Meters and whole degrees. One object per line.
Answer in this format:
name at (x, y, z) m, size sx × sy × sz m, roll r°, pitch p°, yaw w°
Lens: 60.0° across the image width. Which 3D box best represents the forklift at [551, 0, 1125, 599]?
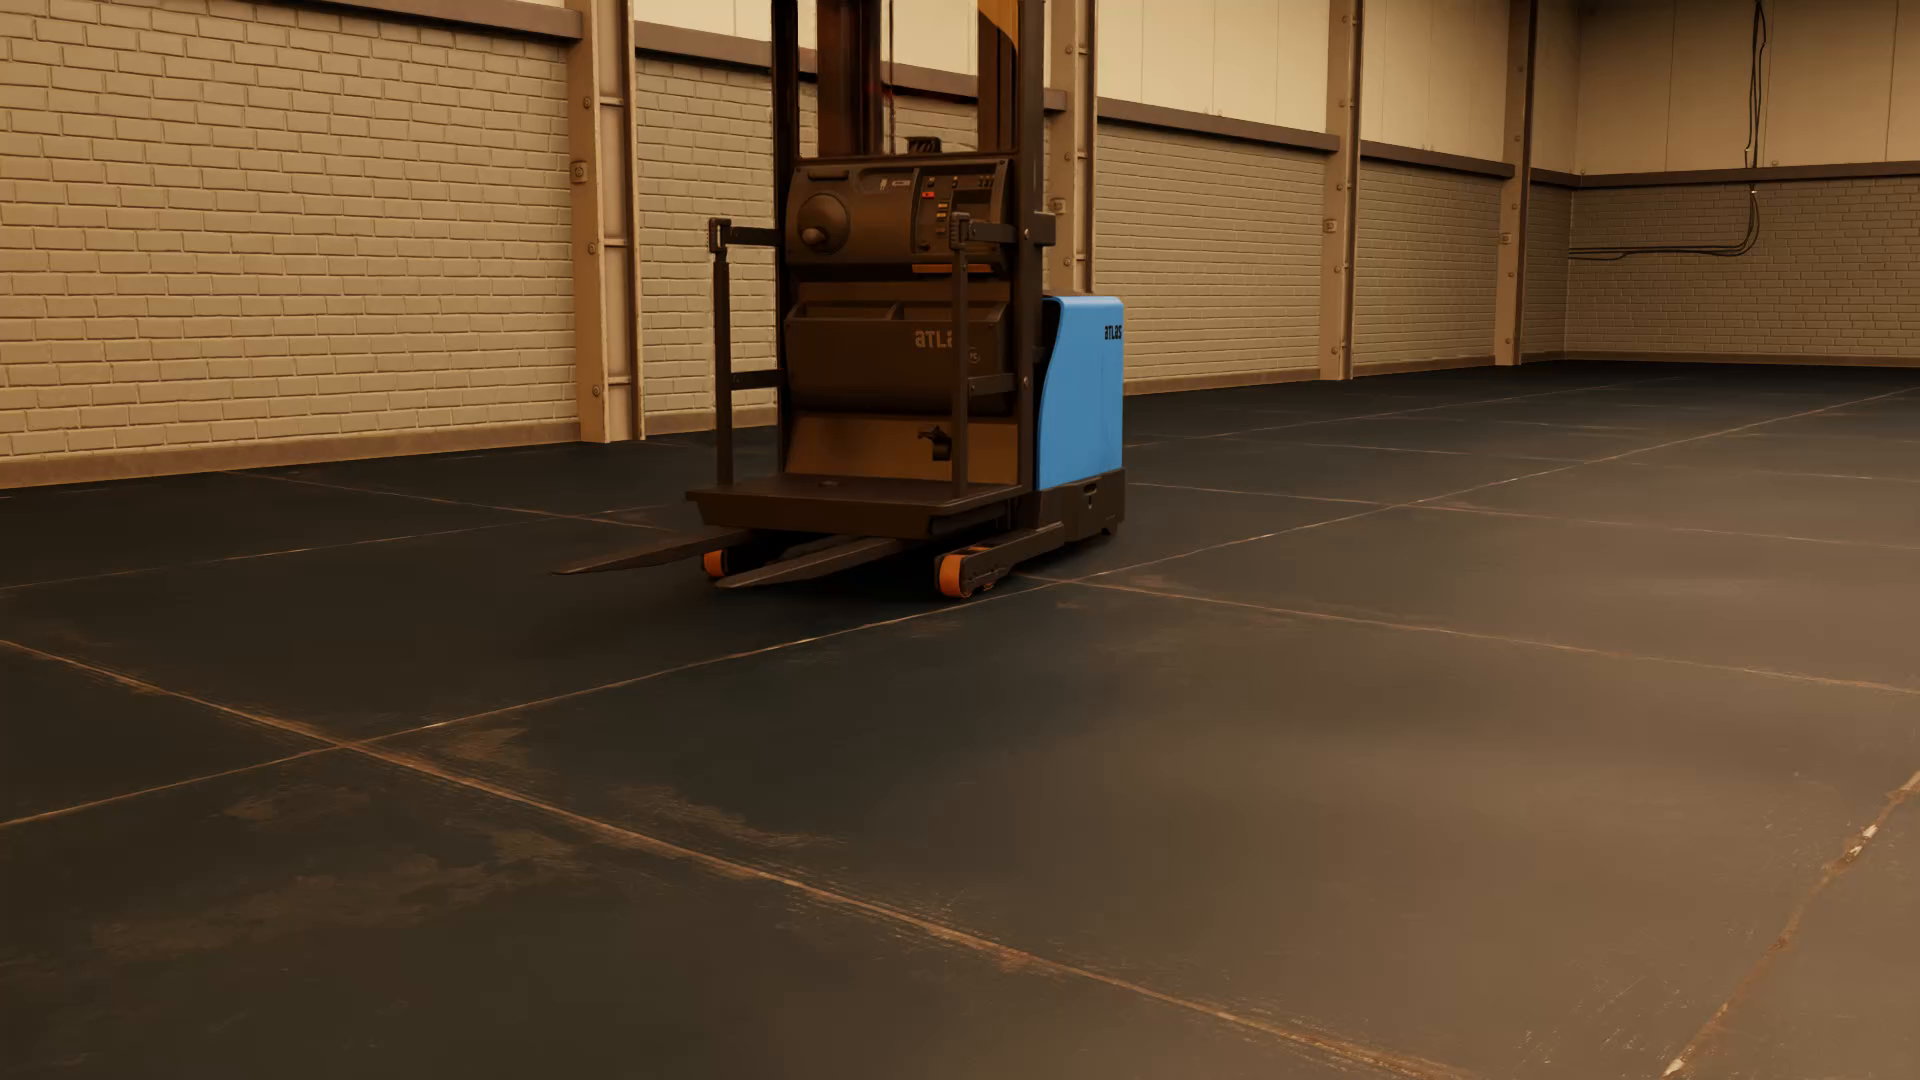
forklift at (-0.339, -1.309, 6.230) m, size 1.130 × 2.935 × 3.031 m, roll 4°, pitch 9°, yaw 25°
